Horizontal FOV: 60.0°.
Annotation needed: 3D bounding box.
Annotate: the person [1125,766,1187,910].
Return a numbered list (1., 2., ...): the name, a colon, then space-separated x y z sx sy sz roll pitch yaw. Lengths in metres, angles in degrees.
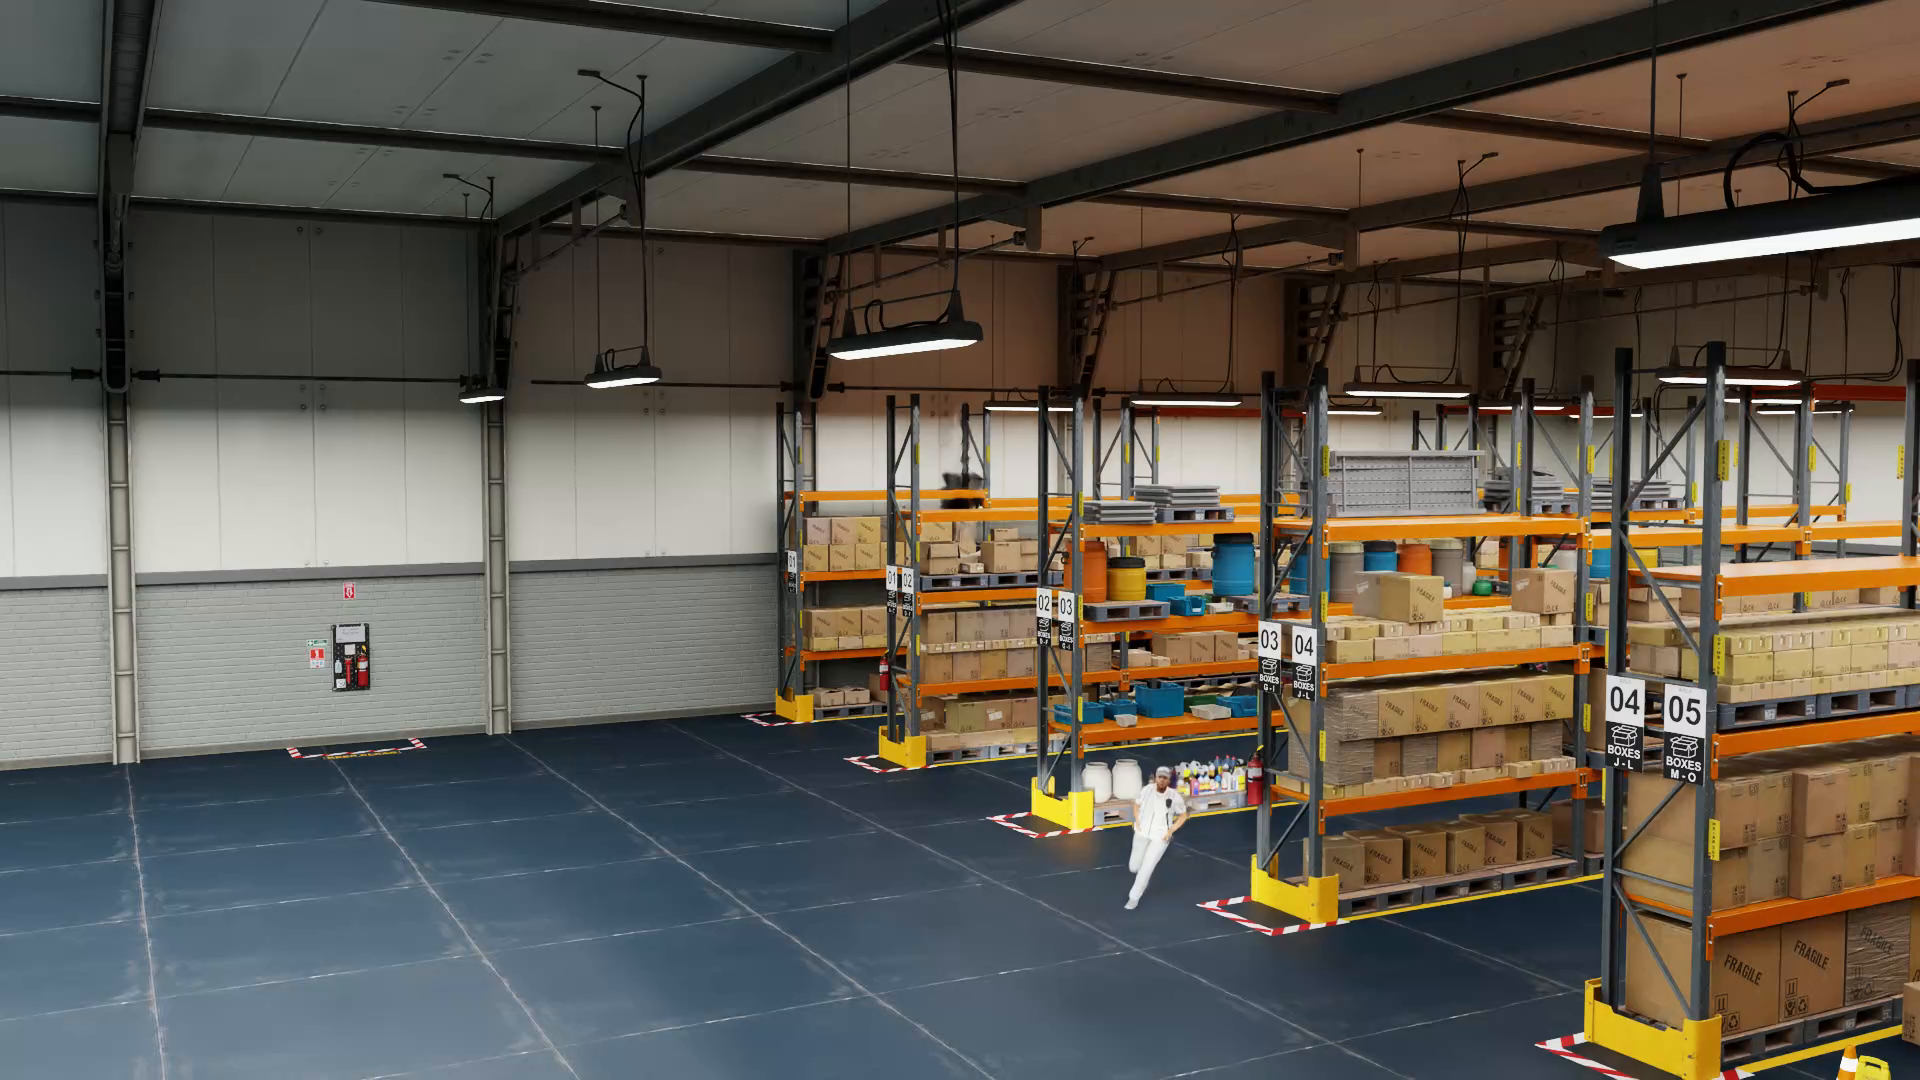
1. person: 2.227 3.321 18.754 0.668 1.602 0.734 1 4 24
